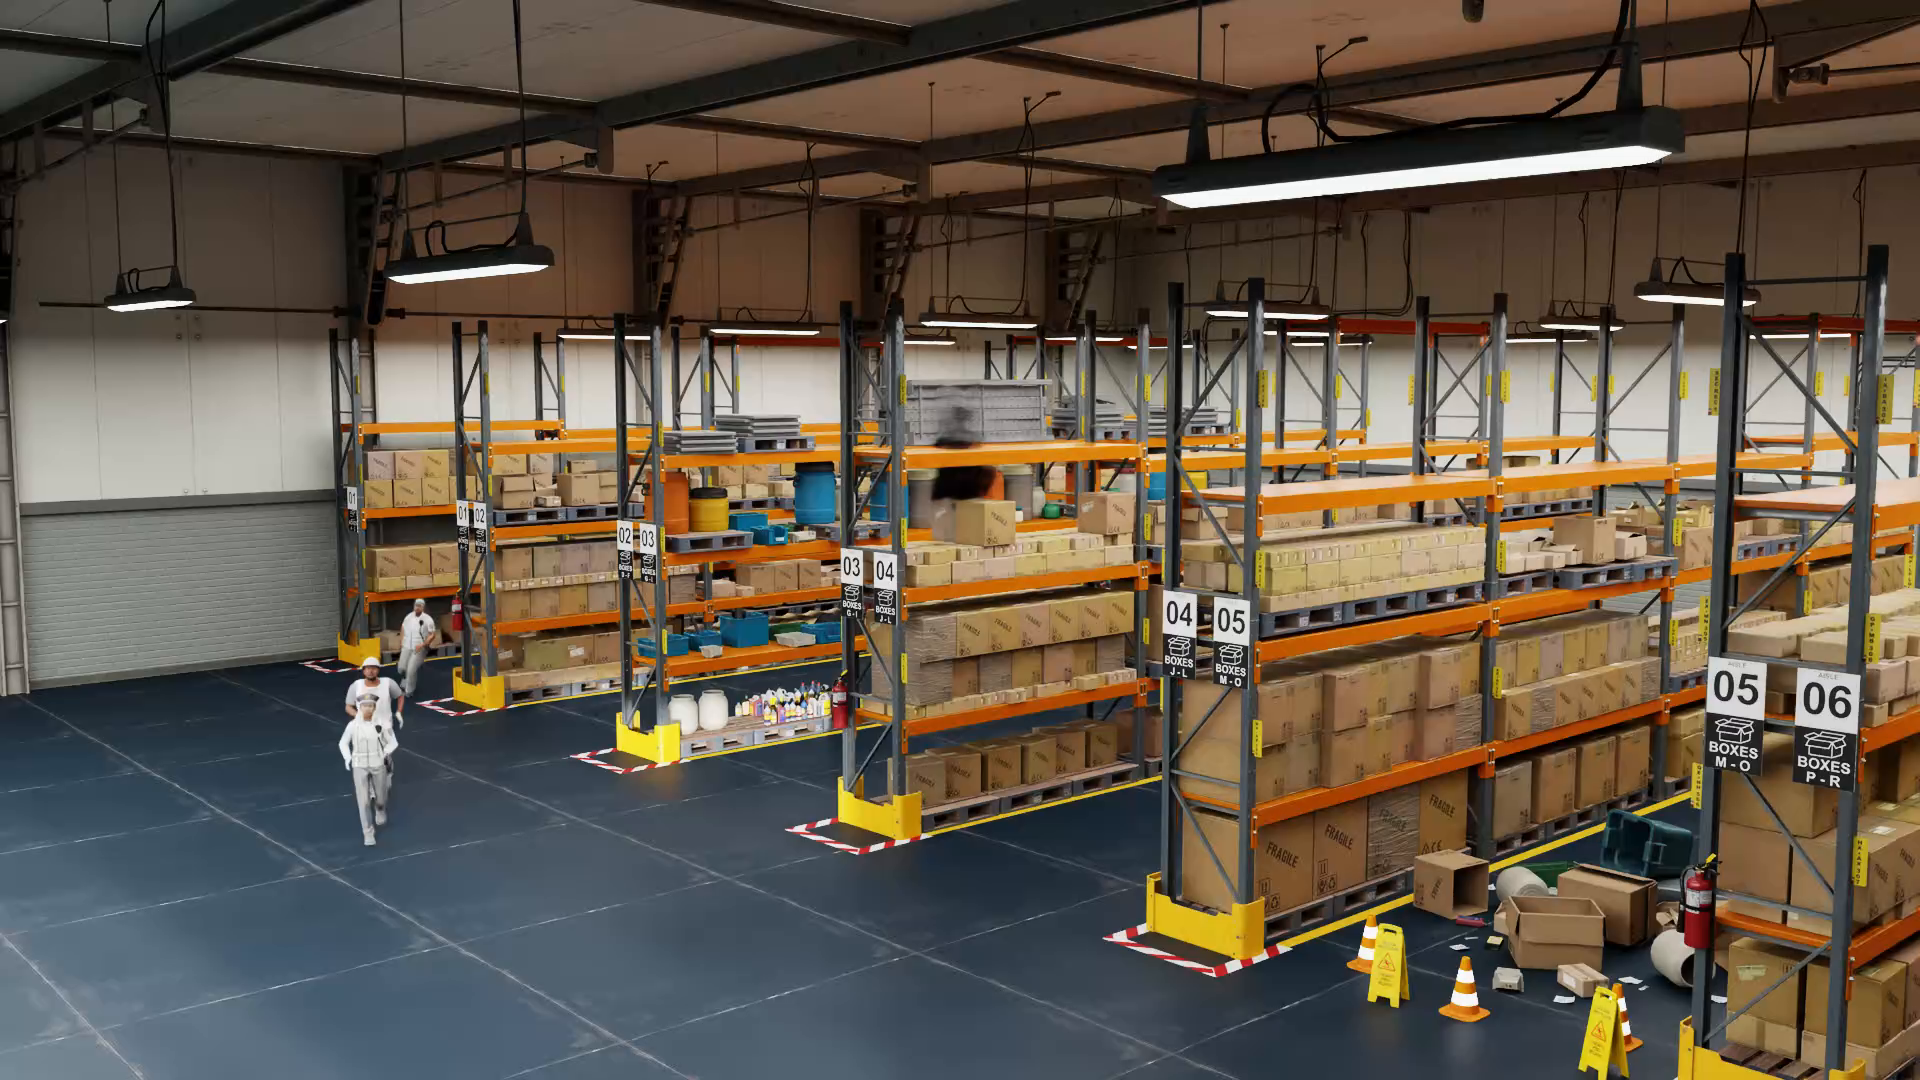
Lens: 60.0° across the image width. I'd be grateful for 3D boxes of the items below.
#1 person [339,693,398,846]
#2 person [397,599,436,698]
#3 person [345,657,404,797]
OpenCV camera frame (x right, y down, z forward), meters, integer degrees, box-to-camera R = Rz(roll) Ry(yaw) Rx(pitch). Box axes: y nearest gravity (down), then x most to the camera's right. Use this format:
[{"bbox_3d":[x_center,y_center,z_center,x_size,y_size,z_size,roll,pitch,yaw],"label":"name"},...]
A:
[{"bbox_3d":[-6.577,2.511,18.499,0.621,1.650,0.623,-2,6,-17],"label":"person"},{"bbox_3d":[-8.748,1.739,26.684,0.643,1.594,0.513,1,6,6],"label":"person"},{"bbox_3d":[-7.122,2.293,20.229,0.672,1.740,0.610,-1,6,-14],"label":"person"}]
